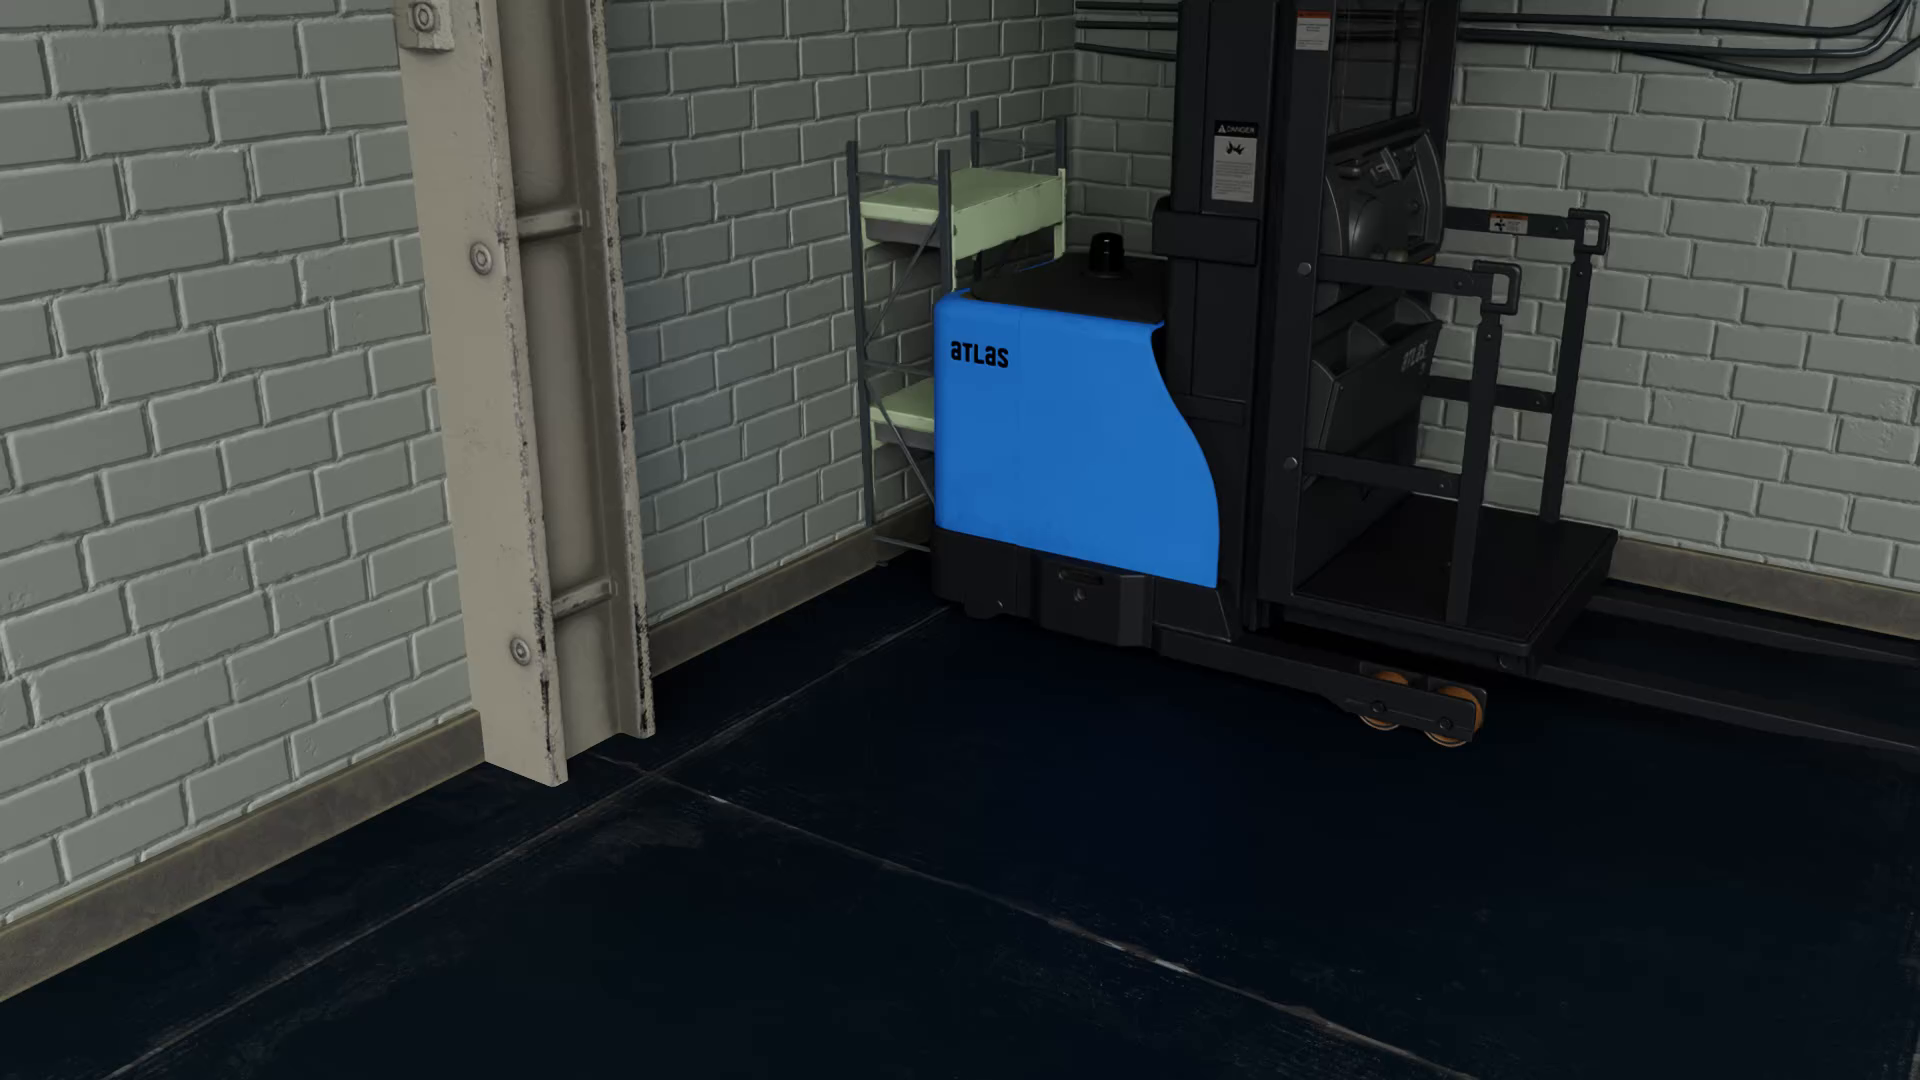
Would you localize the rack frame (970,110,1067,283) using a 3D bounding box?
[{"bbox_3d":[0.218,-0.821,6.187,0.400,1.500,0.023,13,27,31],"label":"rack frame"}]

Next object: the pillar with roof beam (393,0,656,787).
[{"bbox_3d":[2.453,-2.803,0.872,9.100,9.000,0.400,13,24,32],"label":"pillar with roof beam"}]

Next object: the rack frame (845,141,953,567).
[{"bbox_3d":[-0.186,-0.575,5.628,0.400,1.500,0.023,13,27,31],"label":"rack frame"}]

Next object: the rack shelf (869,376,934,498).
[{"bbox_3d":[0.023,-0.398,6.034,0.431,0.370,0.720,13,27,31],"label":"rack shelf"}]

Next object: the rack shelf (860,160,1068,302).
[{"bbox_3d":[0.007,-1.058,5.756,0.431,0.370,0.720,13,27,31],"label":"rack shelf"}]

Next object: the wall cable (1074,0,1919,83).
[{"bbox_3d":[1.643,-2.774,5.268,3.097,2.526,0.112,13,24,32],"label":"wall cable"}]

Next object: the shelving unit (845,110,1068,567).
[{"bbox_3d":[0.016,-0.698,5.907,0.431,1.500,0.755,13,27,31],"label":"shelving unit"}]

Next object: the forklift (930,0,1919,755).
[{"bbox_3d":[1.419,-1.002,4.748,3.031,2.935,1.130,12,24,30],"label":"forklift"}]
